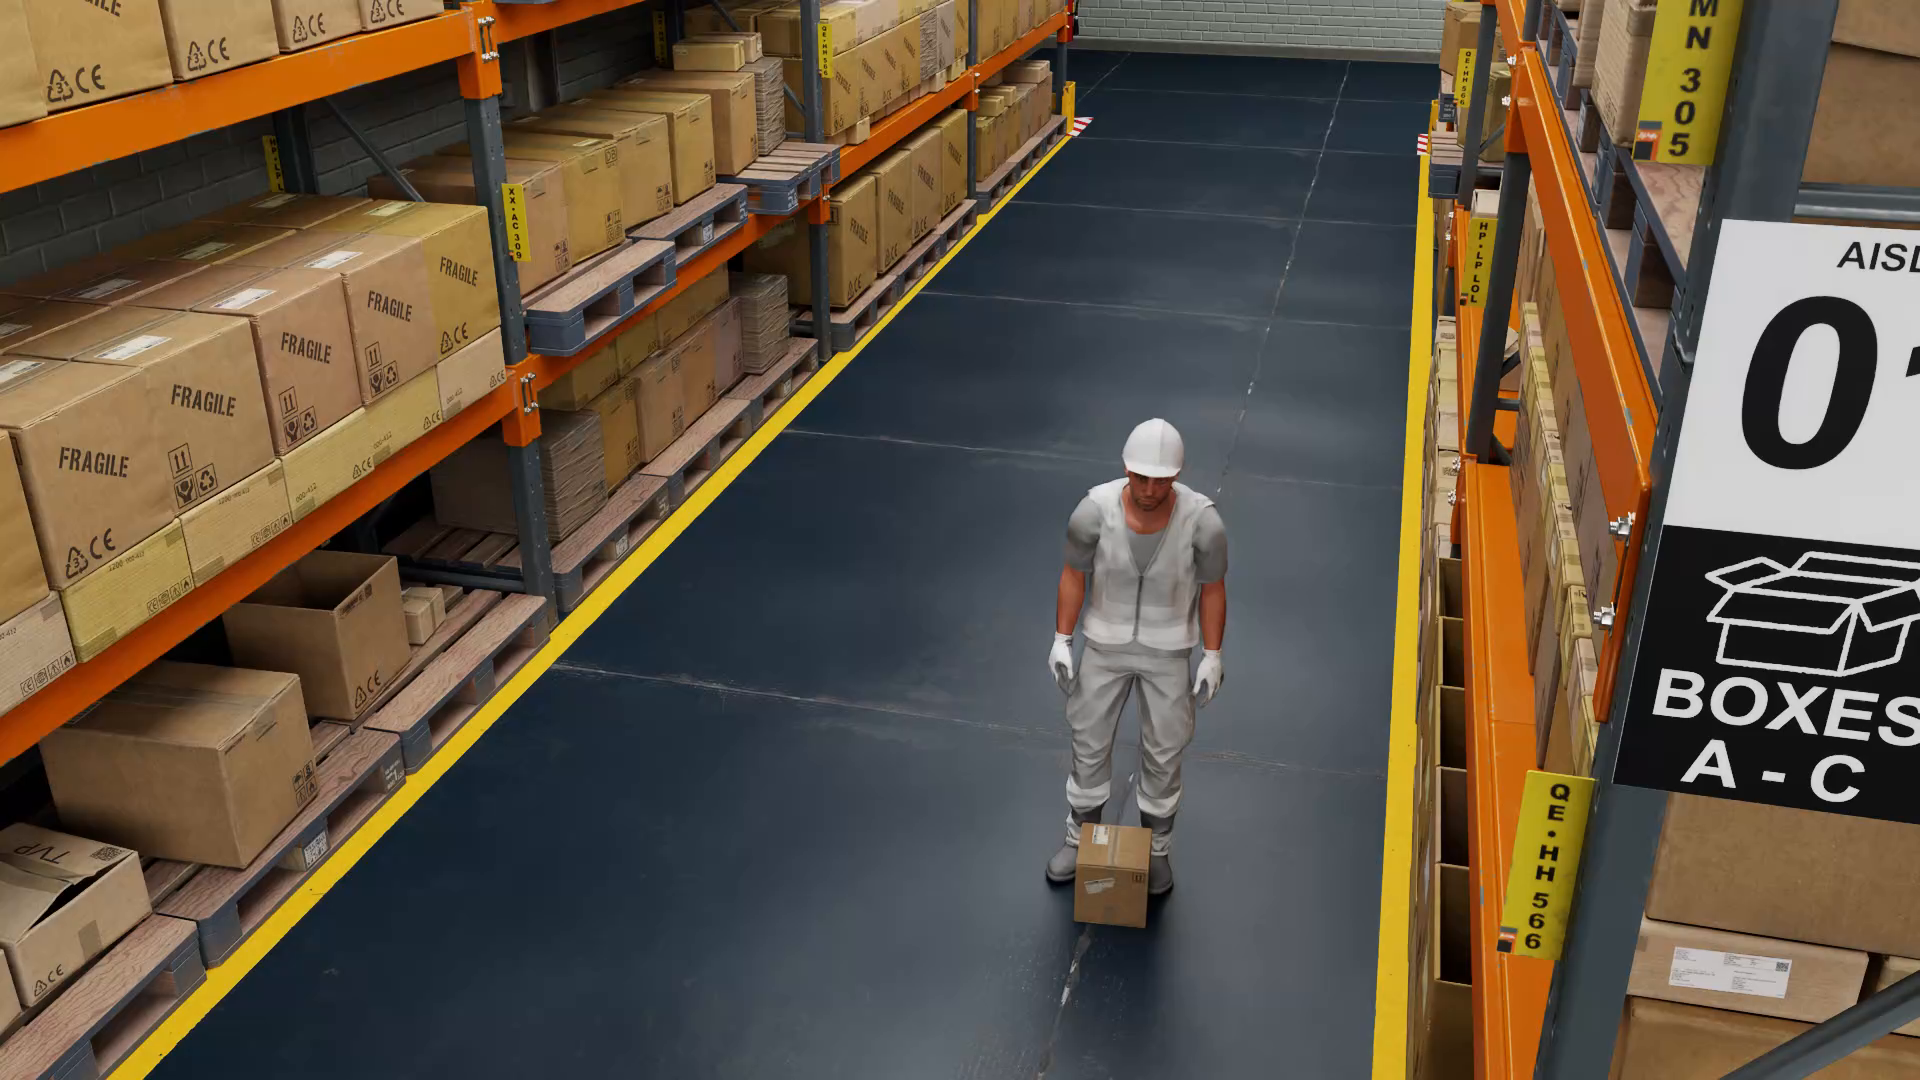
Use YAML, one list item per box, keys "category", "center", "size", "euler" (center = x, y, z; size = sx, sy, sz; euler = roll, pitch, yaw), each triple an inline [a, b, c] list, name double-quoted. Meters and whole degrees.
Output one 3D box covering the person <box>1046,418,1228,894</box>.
- category: "person"
  center: [0.609, 0.399, 5.740]
  size: [0.609, 1.777, 0.453]
  euler: [5, 26, 10]
